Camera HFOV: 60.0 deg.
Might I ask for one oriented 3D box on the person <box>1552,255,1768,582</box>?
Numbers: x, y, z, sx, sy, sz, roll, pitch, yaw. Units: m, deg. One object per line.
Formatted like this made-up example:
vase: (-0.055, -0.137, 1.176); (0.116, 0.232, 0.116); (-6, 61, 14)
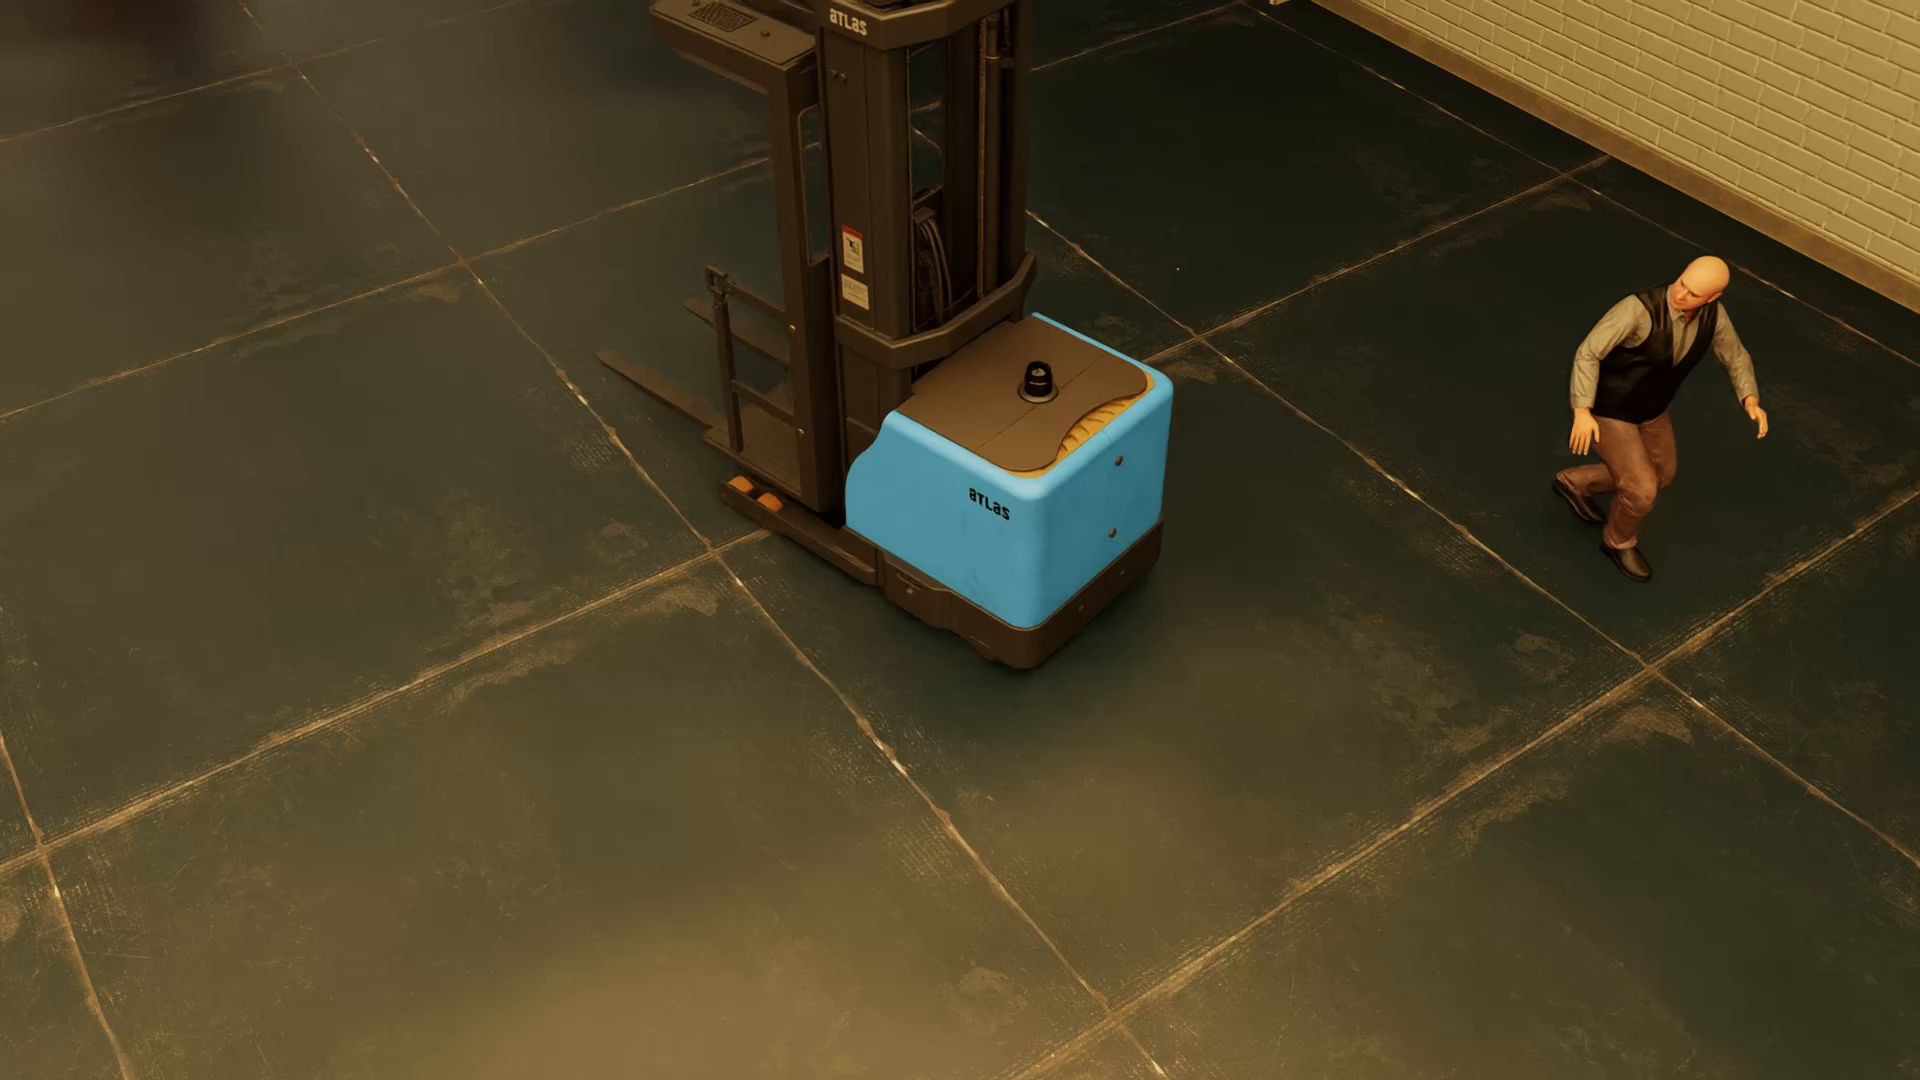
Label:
person: (3.011, -0.509, 7.255); (0.849, 1.599, 0.805); (-22, 47, -22)

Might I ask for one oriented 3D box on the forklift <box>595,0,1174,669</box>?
forklift: (-0.522, -1.376, 7.209); (3.031, 2.935, 1.130); (30, 51, 29)
